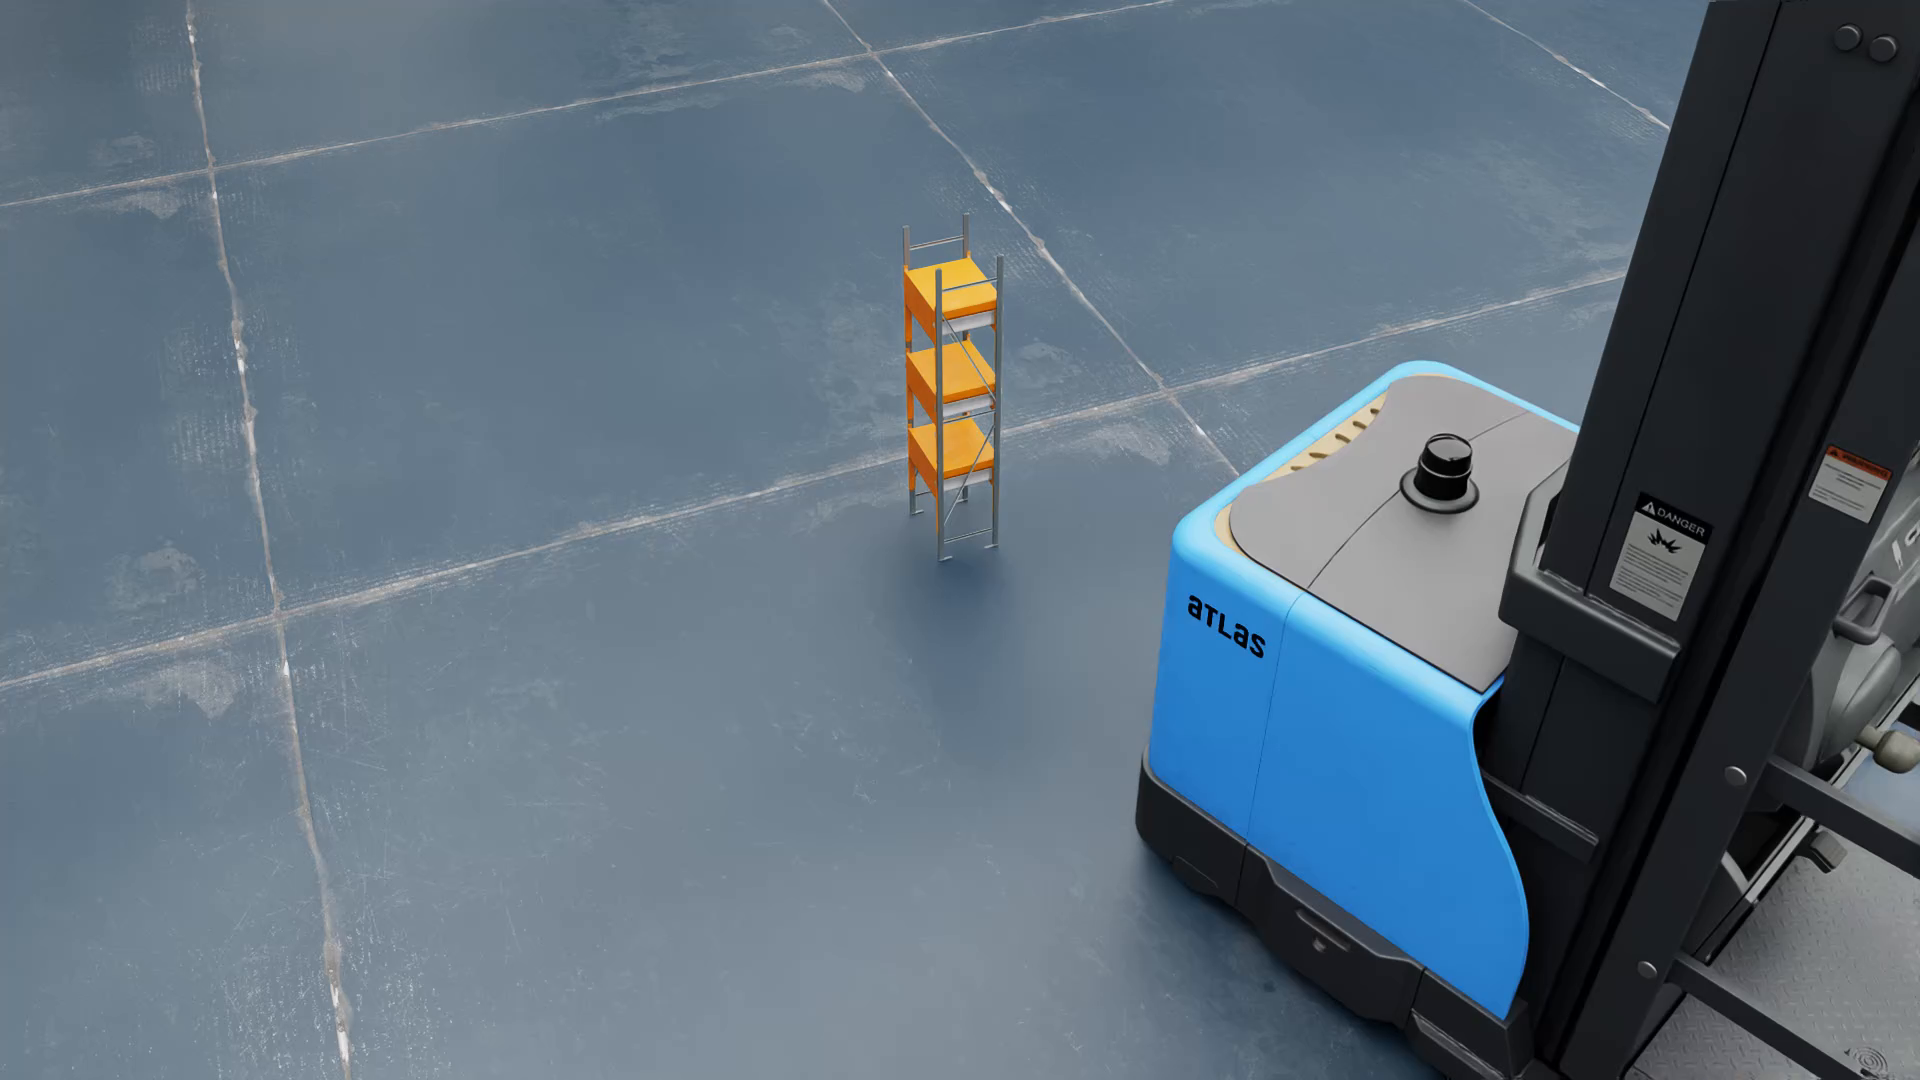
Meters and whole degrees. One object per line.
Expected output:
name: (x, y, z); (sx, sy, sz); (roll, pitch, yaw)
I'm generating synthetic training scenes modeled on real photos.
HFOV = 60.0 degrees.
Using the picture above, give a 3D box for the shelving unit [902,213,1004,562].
shelving unit: (-0.020, -0.430, 4.945); (0.215, 1.050, 0.252); (-15, 43, -17)

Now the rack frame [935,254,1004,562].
rack frame: (0.026, -0.357, 4.860); (0.200, 1.050, 0.008); (-15, 43, -17)

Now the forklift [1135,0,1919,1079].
forklift: (1.849, 0.132, 2.849); (1.130, 2.935, 3.031); (-33, 51, -32)

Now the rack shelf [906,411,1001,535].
rack shelf: (-0.020, -0.212, 5.133); (0.215, 0.259, 0.240); (-15, 43, -17)

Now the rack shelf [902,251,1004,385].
rack shelf: (-0.020, -0.637, 4.767); (0.215, 0.259, 0.240); (-15, 43, -17)

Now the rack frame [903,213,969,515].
rack frame: (-0.067, -0.504, 5.031); (0.200, 1.050, 0.008); (-15, 43, -17)

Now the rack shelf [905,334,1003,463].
rack shelf: (-0.020, -0.422, 4.952); (0.215, 0.259, 0.240); (-15, 43, -17)
